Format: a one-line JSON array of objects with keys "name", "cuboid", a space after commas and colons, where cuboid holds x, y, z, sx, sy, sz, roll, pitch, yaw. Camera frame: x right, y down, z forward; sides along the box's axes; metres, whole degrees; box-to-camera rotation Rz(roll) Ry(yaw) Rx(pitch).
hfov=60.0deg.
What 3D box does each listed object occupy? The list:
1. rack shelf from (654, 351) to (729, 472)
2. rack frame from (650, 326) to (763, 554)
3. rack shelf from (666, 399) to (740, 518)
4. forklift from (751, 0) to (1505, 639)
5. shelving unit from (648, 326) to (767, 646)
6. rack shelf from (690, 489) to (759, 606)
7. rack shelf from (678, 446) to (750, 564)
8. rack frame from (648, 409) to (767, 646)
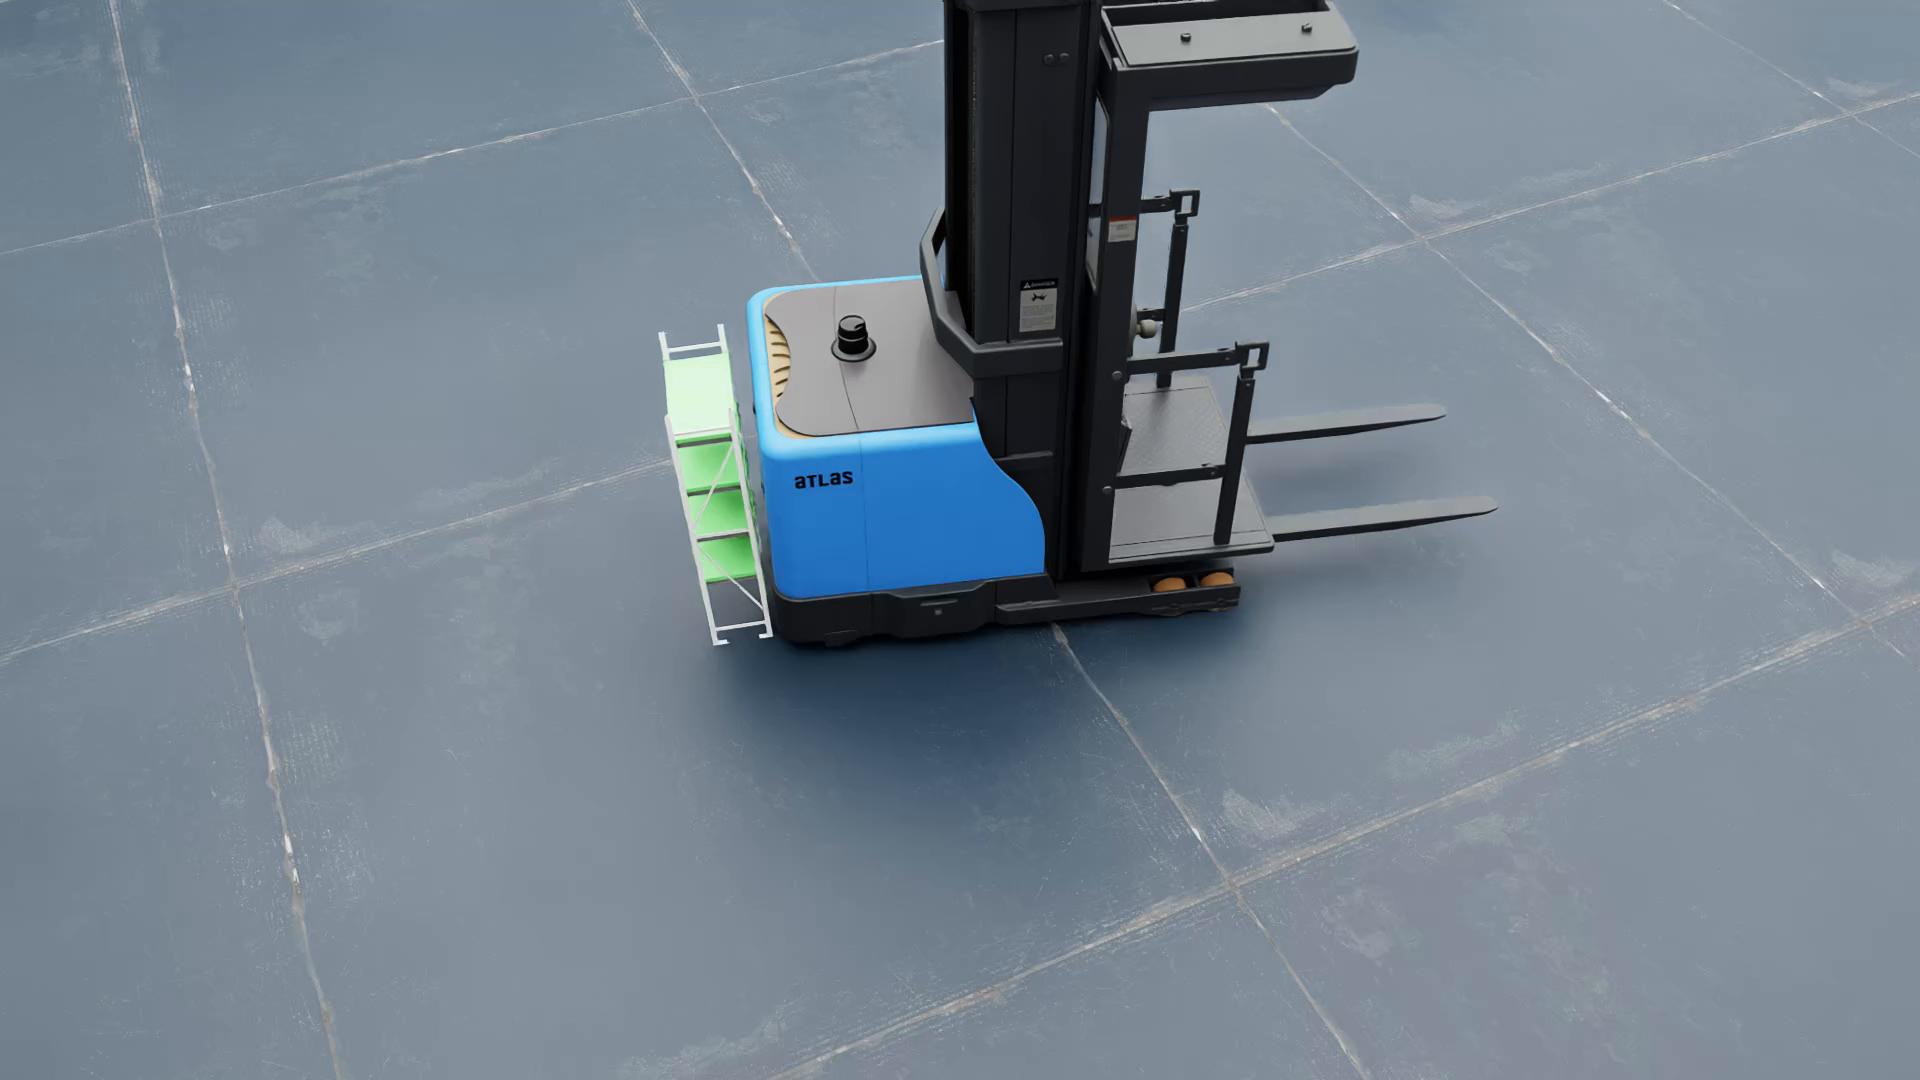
[{"name": "rack shelf", "cuboid": [-0.992, -0.480, 6.148, 0.258, 0.148, 0.480, -7, 45, -2]}, {"name": "rack frame", "cuboid": [-0.994, -0.356, 6.614, 0.240, 1.200, 0.015, -7, 45, -2]}, {"name": "rack shelf", "cuboid": [-0.976, -0.310, 6.318, 0.258, 0.148, 0.480, -7, 45, -2]}, {"name": "forklift", "cuboid": [0.707, -1.064, 6.110, 3.031, 2.935, 1.130, -3, 45, -3]}, {"name": "shelving unit", "cuboid": [-0.965, -0.186, 6.442, 0.258, 1.200, 0.503, -7, 45, -2]}, {"name": "rack shelf", "cuboid": [-0.945, 0.028, 6.656, 0.258, 0.148, 0.480, -7, 45, -2]}, {"name": "rack shelf", "cuboid": [-0.961, -0.141, 6.487, 0.258, 0.148, 0.480, -7, 45, -2]}, {"name": "rack frame", "cuboid": [-0.936, -0.016, 6.269, 0.240, 1.200, 0.015, -7, 45, -2]}]
